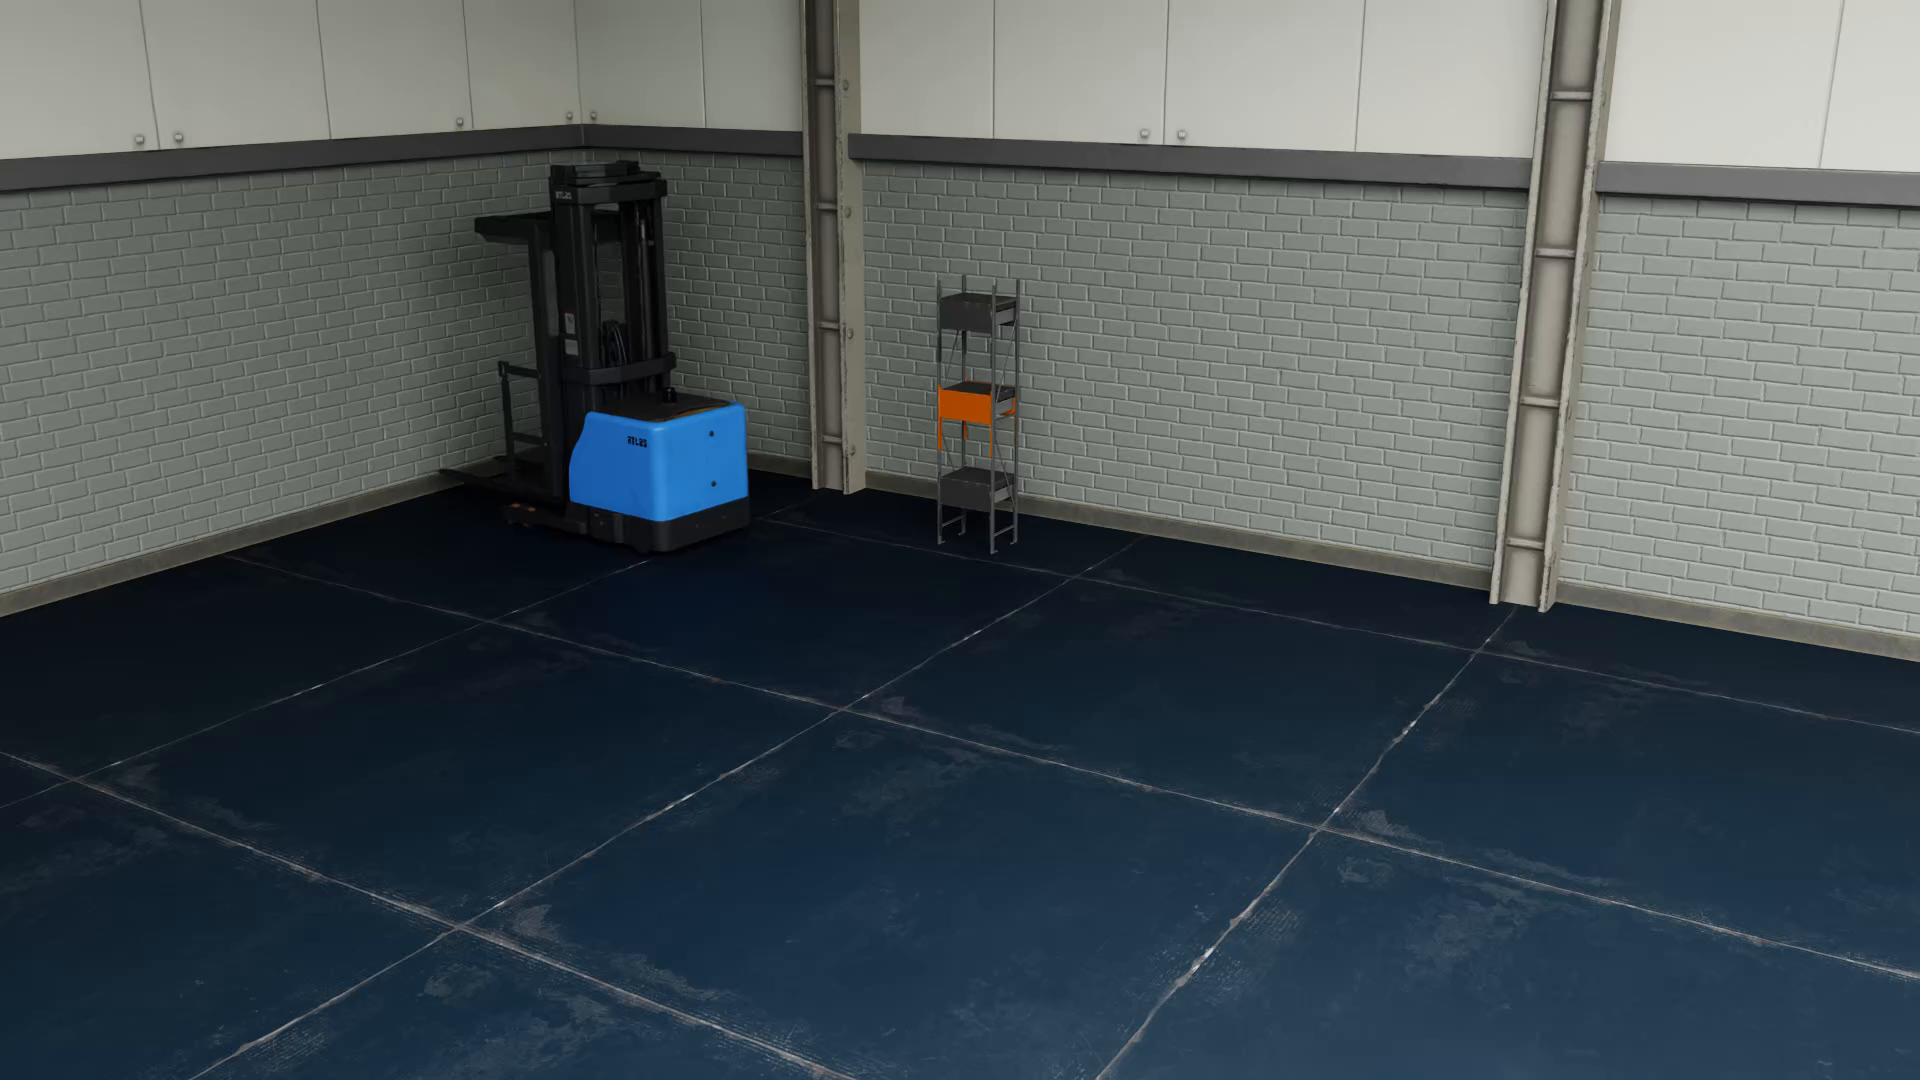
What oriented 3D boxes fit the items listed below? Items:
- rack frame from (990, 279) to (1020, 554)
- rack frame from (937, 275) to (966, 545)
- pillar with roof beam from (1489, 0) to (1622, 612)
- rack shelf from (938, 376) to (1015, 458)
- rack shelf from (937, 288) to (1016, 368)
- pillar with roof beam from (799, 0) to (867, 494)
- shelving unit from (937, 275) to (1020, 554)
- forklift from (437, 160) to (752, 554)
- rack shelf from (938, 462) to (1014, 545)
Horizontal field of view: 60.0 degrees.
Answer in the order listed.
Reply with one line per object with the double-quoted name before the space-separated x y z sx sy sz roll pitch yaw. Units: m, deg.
"rack frame" 0.349 -0.942 12.871 0.015 2.100 0.400 10 20 30
"rack frame" -0.067 -1.017 13.115 0.015 2.100 0.400 10 20 30
"pillar with roof beam" 1.780 -2.797 7.107 0.400 9.000 9.100 10 20 30
"rack shelf" 0.141 -0.966 12.997 0.480 0.518 0.431 10 20 30
"rack shelf" 0.141 -1.636 12.794 0.480 0.518 0.431 10 20 30
"pillar with roof beam" -3.333 -3.710 10.112 0.400 9.000 9.100 10 20 30
"shelving unit" 0.141 -0.979 12.993 0.503 2.100 0.431 10 20 30
"forklift" -3.187 -1.615 13.655 3.031 2.935 1.130 12 21 35
"rack shelf" 0.141 -0.297 13.201 0.480 0.518 0.431 10 20 30
